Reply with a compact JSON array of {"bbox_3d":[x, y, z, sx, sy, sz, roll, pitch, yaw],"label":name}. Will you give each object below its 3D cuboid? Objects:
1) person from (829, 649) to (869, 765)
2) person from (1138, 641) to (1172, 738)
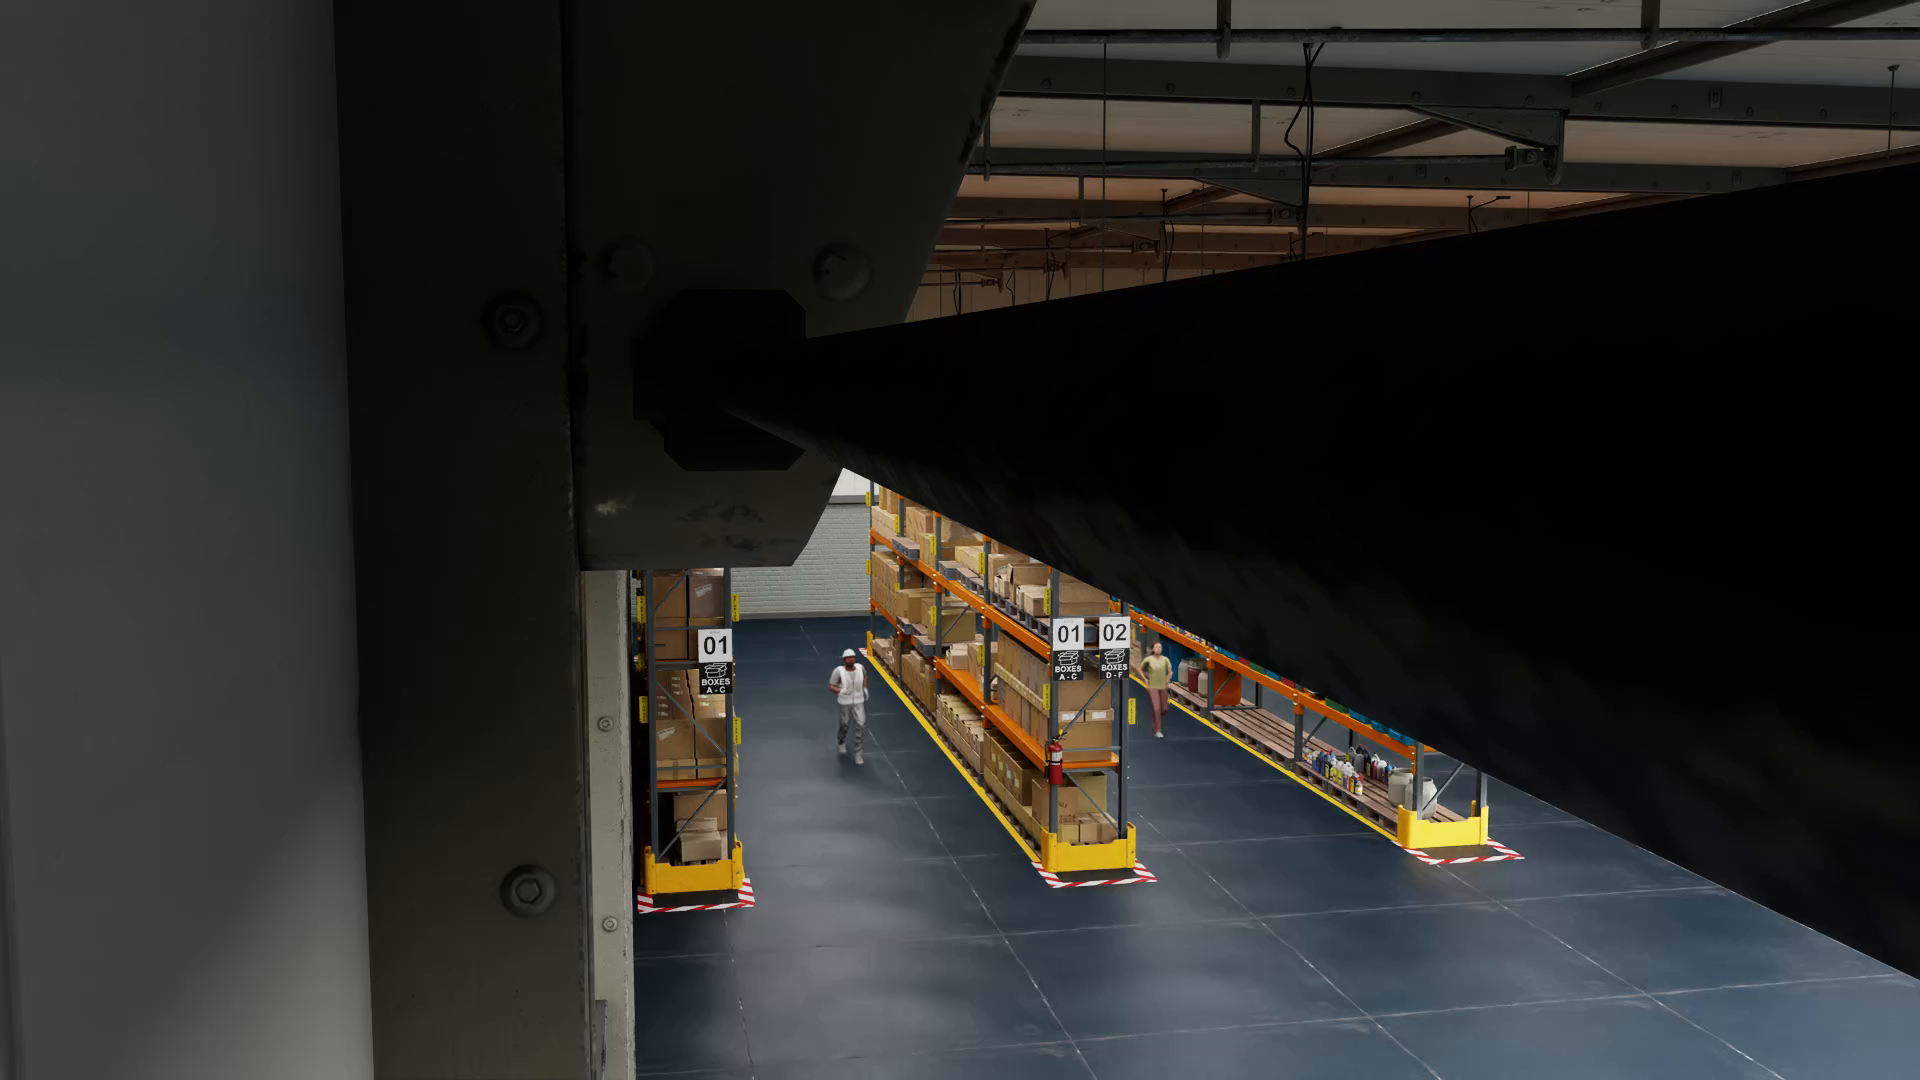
[{"bbox_3d":[-1.775,2.656,26.744,0.683,1.835,0.856,-2,6,-17],"label":"person"},{"bbox_3d":[3.365,2.538,28.569,0.586,1.628,0.752,-1,6,-10],"label":"person"}]
